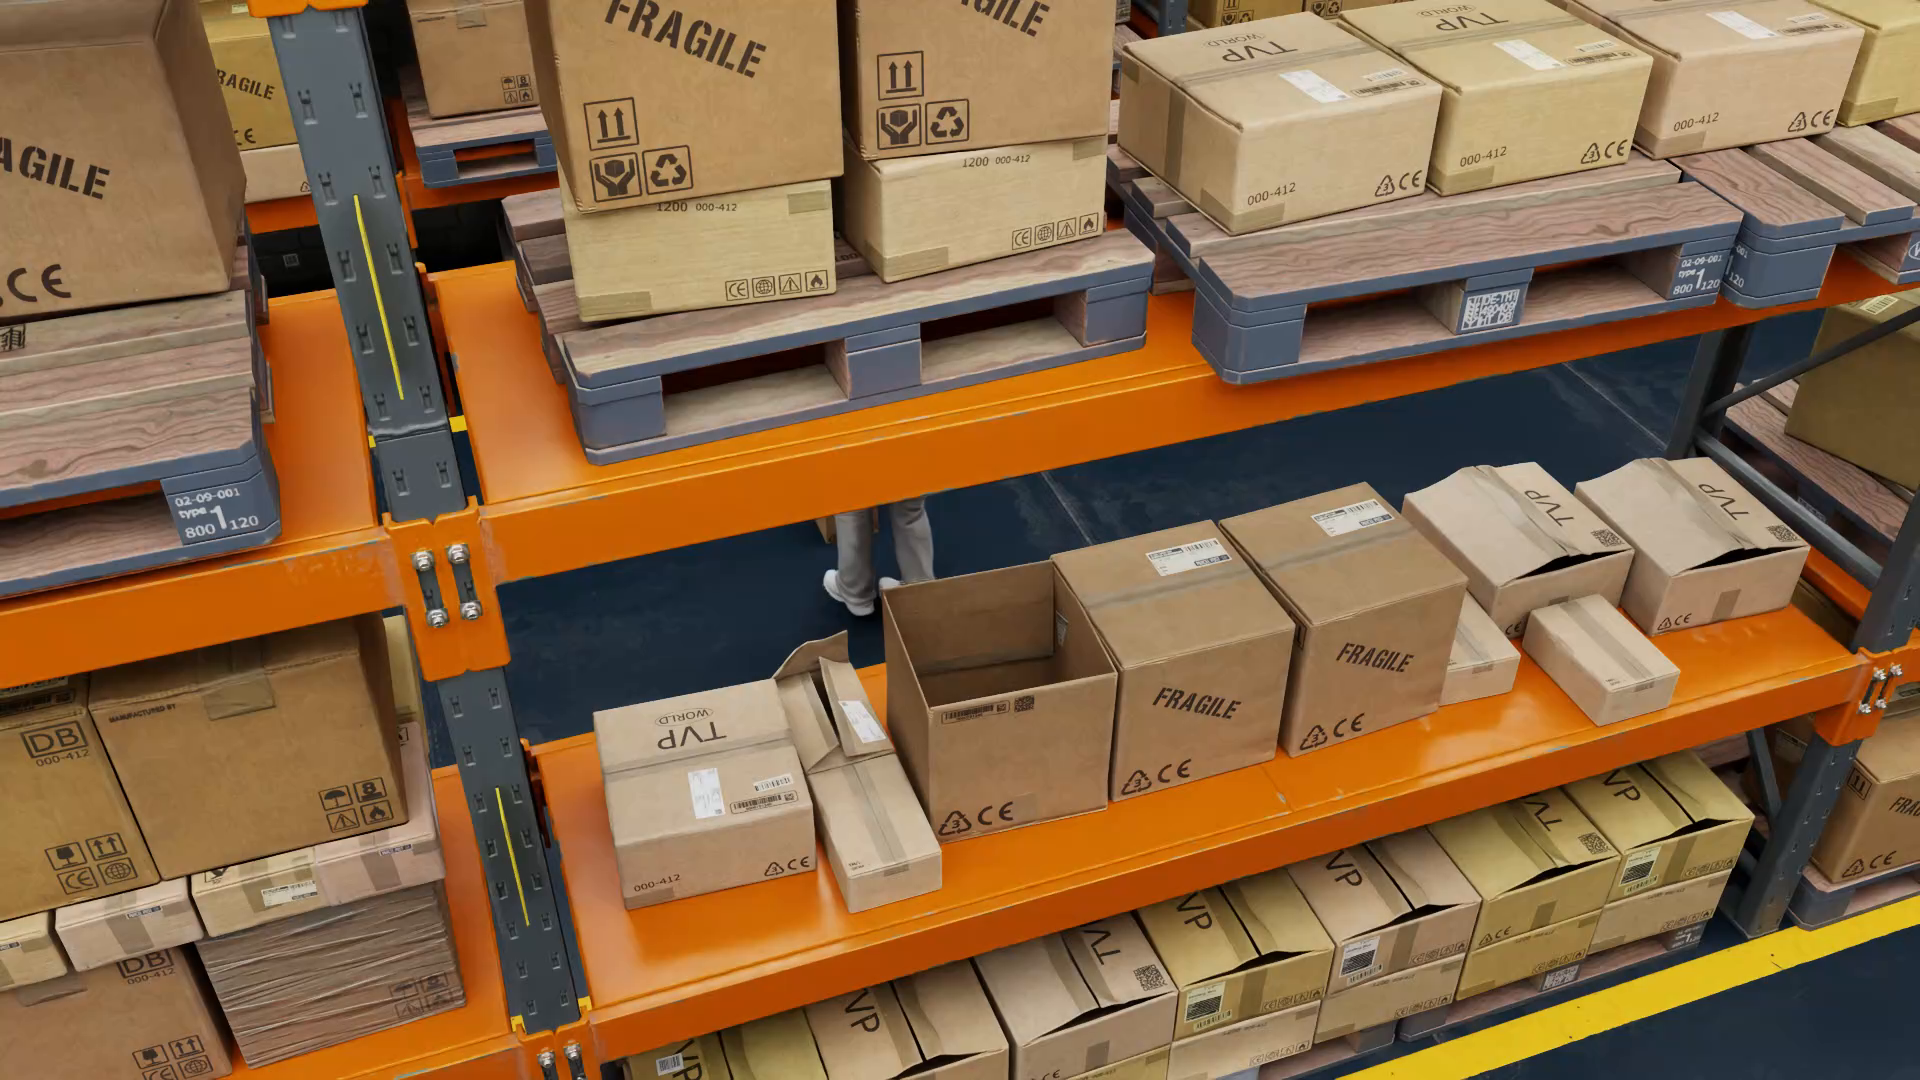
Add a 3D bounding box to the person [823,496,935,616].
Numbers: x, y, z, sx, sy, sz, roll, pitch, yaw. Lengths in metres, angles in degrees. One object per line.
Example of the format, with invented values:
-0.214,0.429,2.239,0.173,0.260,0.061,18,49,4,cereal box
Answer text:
-0.331,-0.394,6.765,0.600,1.700,0.586,-19,41,-23,person
